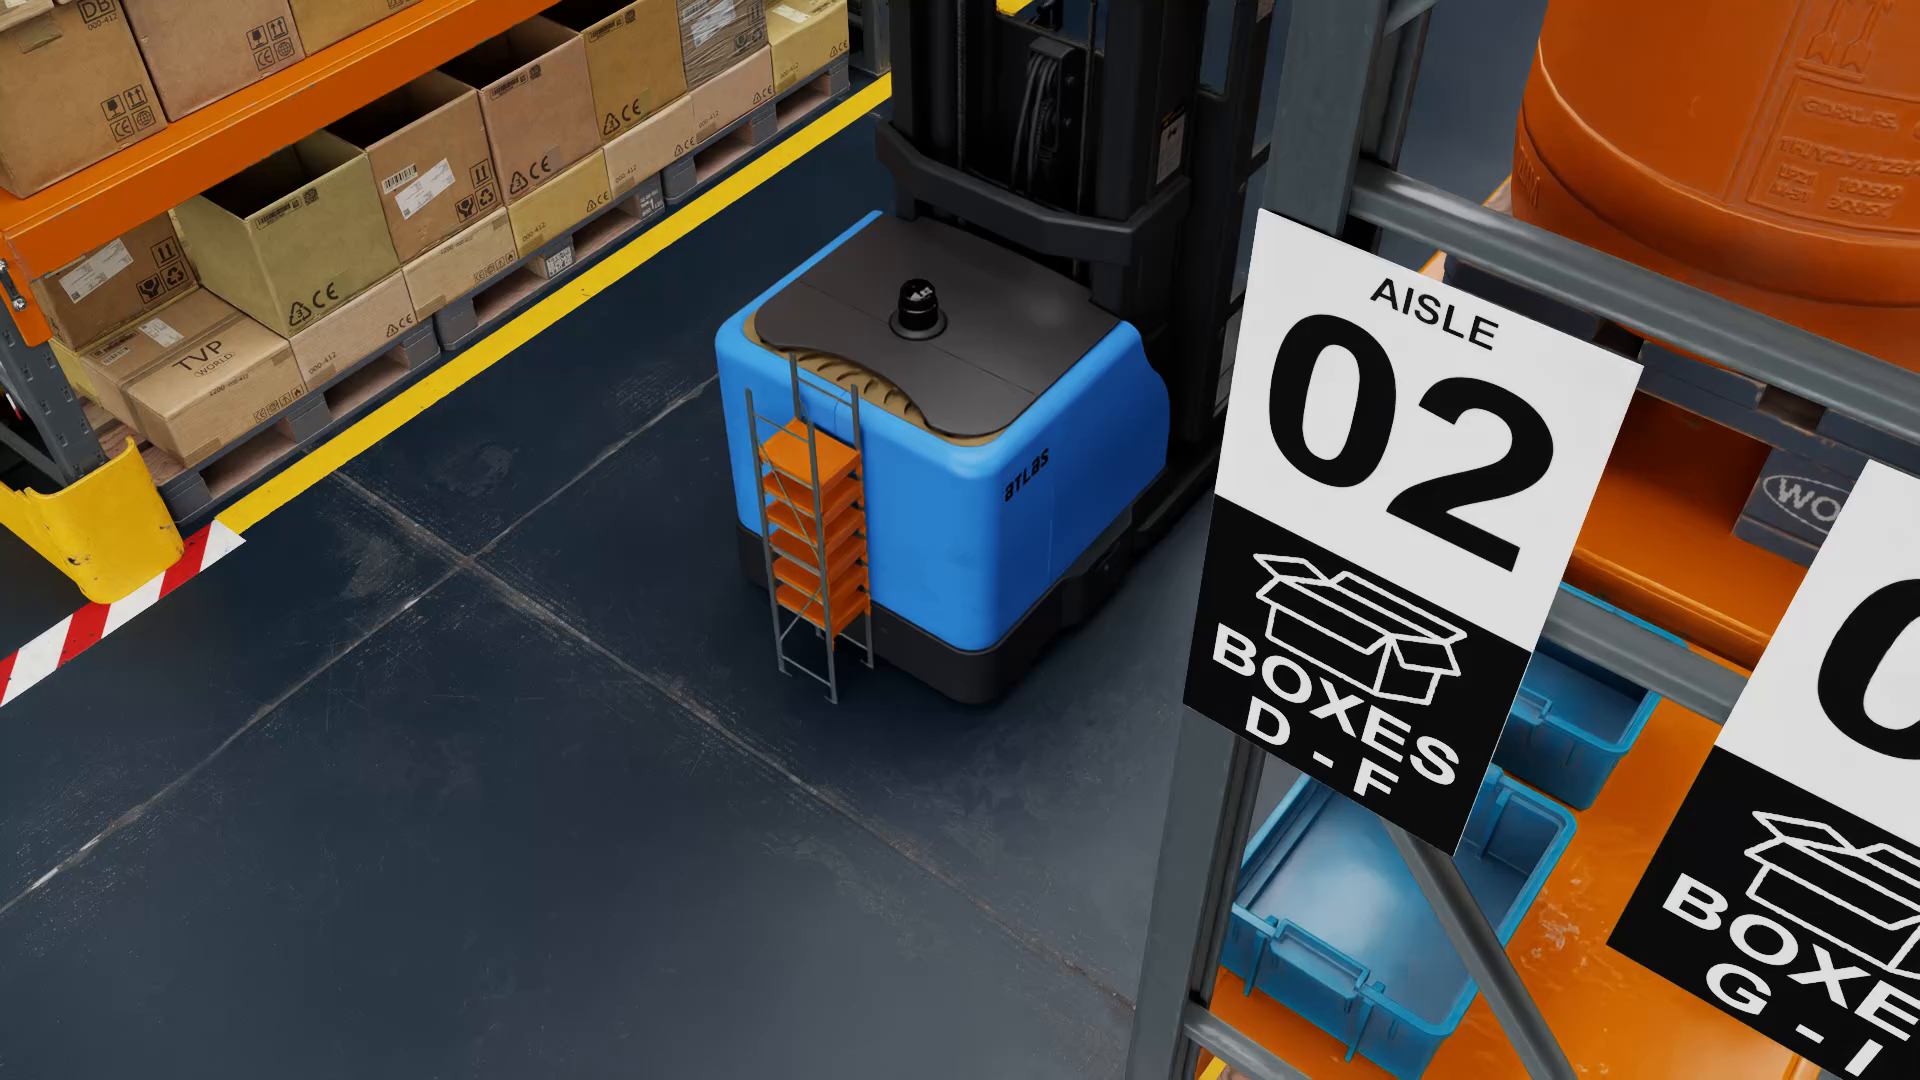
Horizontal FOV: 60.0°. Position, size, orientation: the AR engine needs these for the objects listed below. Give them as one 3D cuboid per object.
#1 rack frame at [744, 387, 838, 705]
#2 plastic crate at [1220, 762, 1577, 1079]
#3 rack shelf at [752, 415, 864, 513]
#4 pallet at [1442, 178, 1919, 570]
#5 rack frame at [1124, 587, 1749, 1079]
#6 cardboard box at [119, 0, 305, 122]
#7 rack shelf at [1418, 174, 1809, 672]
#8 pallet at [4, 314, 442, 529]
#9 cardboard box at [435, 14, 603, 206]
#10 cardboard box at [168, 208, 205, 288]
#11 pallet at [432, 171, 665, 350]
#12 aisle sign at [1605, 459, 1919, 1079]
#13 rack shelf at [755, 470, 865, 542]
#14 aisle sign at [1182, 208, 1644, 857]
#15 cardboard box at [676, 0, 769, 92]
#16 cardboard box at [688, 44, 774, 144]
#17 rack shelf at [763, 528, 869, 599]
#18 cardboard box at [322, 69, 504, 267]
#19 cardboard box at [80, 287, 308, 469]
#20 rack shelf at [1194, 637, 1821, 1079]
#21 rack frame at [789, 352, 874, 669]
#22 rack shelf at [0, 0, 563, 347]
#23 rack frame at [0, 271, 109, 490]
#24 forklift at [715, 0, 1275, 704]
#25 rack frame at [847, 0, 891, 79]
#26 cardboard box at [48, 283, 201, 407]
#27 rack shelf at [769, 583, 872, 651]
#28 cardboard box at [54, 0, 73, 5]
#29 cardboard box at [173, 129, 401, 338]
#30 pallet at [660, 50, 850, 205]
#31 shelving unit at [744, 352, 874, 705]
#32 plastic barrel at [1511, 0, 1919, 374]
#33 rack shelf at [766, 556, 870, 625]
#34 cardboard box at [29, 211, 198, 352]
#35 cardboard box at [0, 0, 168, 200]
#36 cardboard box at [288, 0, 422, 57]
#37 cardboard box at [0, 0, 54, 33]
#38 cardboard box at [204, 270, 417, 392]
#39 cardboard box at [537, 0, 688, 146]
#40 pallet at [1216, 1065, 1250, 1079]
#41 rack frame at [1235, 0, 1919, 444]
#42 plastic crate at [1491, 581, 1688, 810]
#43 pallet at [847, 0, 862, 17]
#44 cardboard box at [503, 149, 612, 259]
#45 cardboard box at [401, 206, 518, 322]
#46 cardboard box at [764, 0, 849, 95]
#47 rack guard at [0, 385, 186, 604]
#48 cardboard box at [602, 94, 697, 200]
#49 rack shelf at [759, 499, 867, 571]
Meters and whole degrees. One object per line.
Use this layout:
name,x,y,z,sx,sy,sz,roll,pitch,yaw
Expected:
rack frame,-0.483,0.055,4.868,0.240,1.200,0.006,28,53,24
plastic crate,0.801,0.652,3.156,0.499,0.251,0.616,29,53,25
rack shelf,-0.429,-0.216,4.691,0.258,0.103,0.180,28,53,24
pallet,1.315,-0.382,2.096,1.003,0.211,1.213,29,53,25
rack frame,0.732,1.019,2.702,1.000,3.000,0.127,29,53,25
cardboard box,-2.573,-1.771,5.299,0.700,0.500,0.500,31,53,26
rack shelf,1.954,-0.913,2.971,1.077,0.370,4.000,29,53,25
pallet,-2.752,-0.666,6.240,1.003,0.211,1.213,29,53,25
cardboard box,-1.763,-1.693,6.385,0.500,0.500,0.500,29,53,25
cardboard box,-2.796,-1.097,6.335,0.500,0.250,0.500,29,53,25
pallet,-2.005,-1.361,6.904,1.003,0.211,1.213,29,53,25
aisle sign,0.919,0.292,1.599,0.394,0.787,0.004,29,53,25
rack shelf,-0.429,-0.133,4.777,0.258,0.103,0.180,28,53,24
aisle sign,0.452,0.031,1.848,0.394,0.787,0.004,29,53,25
cardboard box,-1.166,-2.273,6.939,0.500,0.500,0.500,29,53,25
cardboard box,-1.164,-2.013,7.210,0.500,0.250,0.500,29,53,25
rack shelf,-0.429,0.032,4.951,0.258,0.103,0.180,28,53,24
cardboard box,-2.082,-1.414,6.119,0.500,0.500,0.500,29,53,25
cardboard box,-2.682,-0.576,5.837,0.500,0.250,0.500,29,53,25
rack shelf,1.954,0.123,4.055,1.077,0.370,4.000,29,53,25
rack frame,-0.374,-0.051,4.969,0.240,1.200,0.006,28,53,24
rack shelf,-1.963,-2.069,6.149,1.077,0.370,4.000,29,53,25
rack frame,-3.186,-1.173,4.796,1.000,3.000,0.127,29,53,25
forklift,0.546,-1.527,5.182,1.130,2.935,3.031,28,53,24
rack frame,-0.740,-3.462,6.982,1.000,3.000,0.127,29,53,25
cardboard box,-3.092,-0.805,6.056,0.500,0.250,0.500,29,53,25
rack shelf,-0.429,0.198,5.124,0.258,0.103,0.180,28,53,24
cardboard box,-2.616,-1.713,4.794,0.380,0.149,0.250,28,52,24
cardboard box,-2.378,-1.122,5.840,0.500,0.500,0.500,29,53,25
pallet,-1.260,-2.062,7.574,1.003,0.211,1.213,29,53,25
shelving unit,-0.429,0.002,4.919,0.258,1.200,0.189,28,53,24
plastic barrel,0.928,-0.644,1.629,0.600,0.830,0.708,29,53,25
rack shelf,-0.429,0.115,5.038,0.258,0.103,0.180,28,53,24
cardboard box,-3.094,-1.065,5.786,0.500,0.500,0.500,29,53,25
cardboard box,-2.890,-1.469,5.009,0.700,0.500,0.500,29,53,25
cardboard box,-2.265,-2.053,5.567,0.700,0.500,0.500,30,53,25
cardboard box,-2.776,-1.561,4.649,0.380,0.149,0.250,29,53,25
cardboard box,-2.379,-0.864,6.112,0.500,0.250,0.500,29,53,25
cardboard box,-1.469,-1.985,6.664,0.500,0.500,0.500,29,53,25
pallet,1.242,1.456,4.213,1.003,0.211,1.213,29,53,25
rack frame,0.732,-1.053,0.533,1.000,3.000,0.127,29,53,25
plastic crate,1.202,0.283,3.508,0.499,0.251,0.408,29,53,25
pallet,-0.321,-2.937,8.410,1.003,0.211,1.213,29,53,25
cardboard box,-1.764,-1.434,6.657,0.500,0.250,0.500,29,53,25
cardboard box,-2.073,-1.150,6.385,0.500,0.250,0.500,29,53,25
cardboard box,-0.851,-2.295,7.479,0.500,0.250,0.500,29,53,25
rack guard,-3.201,-0.296,5.687,1.175,0.500,0.348,29,53,25
cardboard box,-1.458,-1.720,6.930,0.500,0.250,0.500,29,53,25
rack shelf,-0.429,-0.051,4.864,0.258,0.103,0.180,28,53,24
